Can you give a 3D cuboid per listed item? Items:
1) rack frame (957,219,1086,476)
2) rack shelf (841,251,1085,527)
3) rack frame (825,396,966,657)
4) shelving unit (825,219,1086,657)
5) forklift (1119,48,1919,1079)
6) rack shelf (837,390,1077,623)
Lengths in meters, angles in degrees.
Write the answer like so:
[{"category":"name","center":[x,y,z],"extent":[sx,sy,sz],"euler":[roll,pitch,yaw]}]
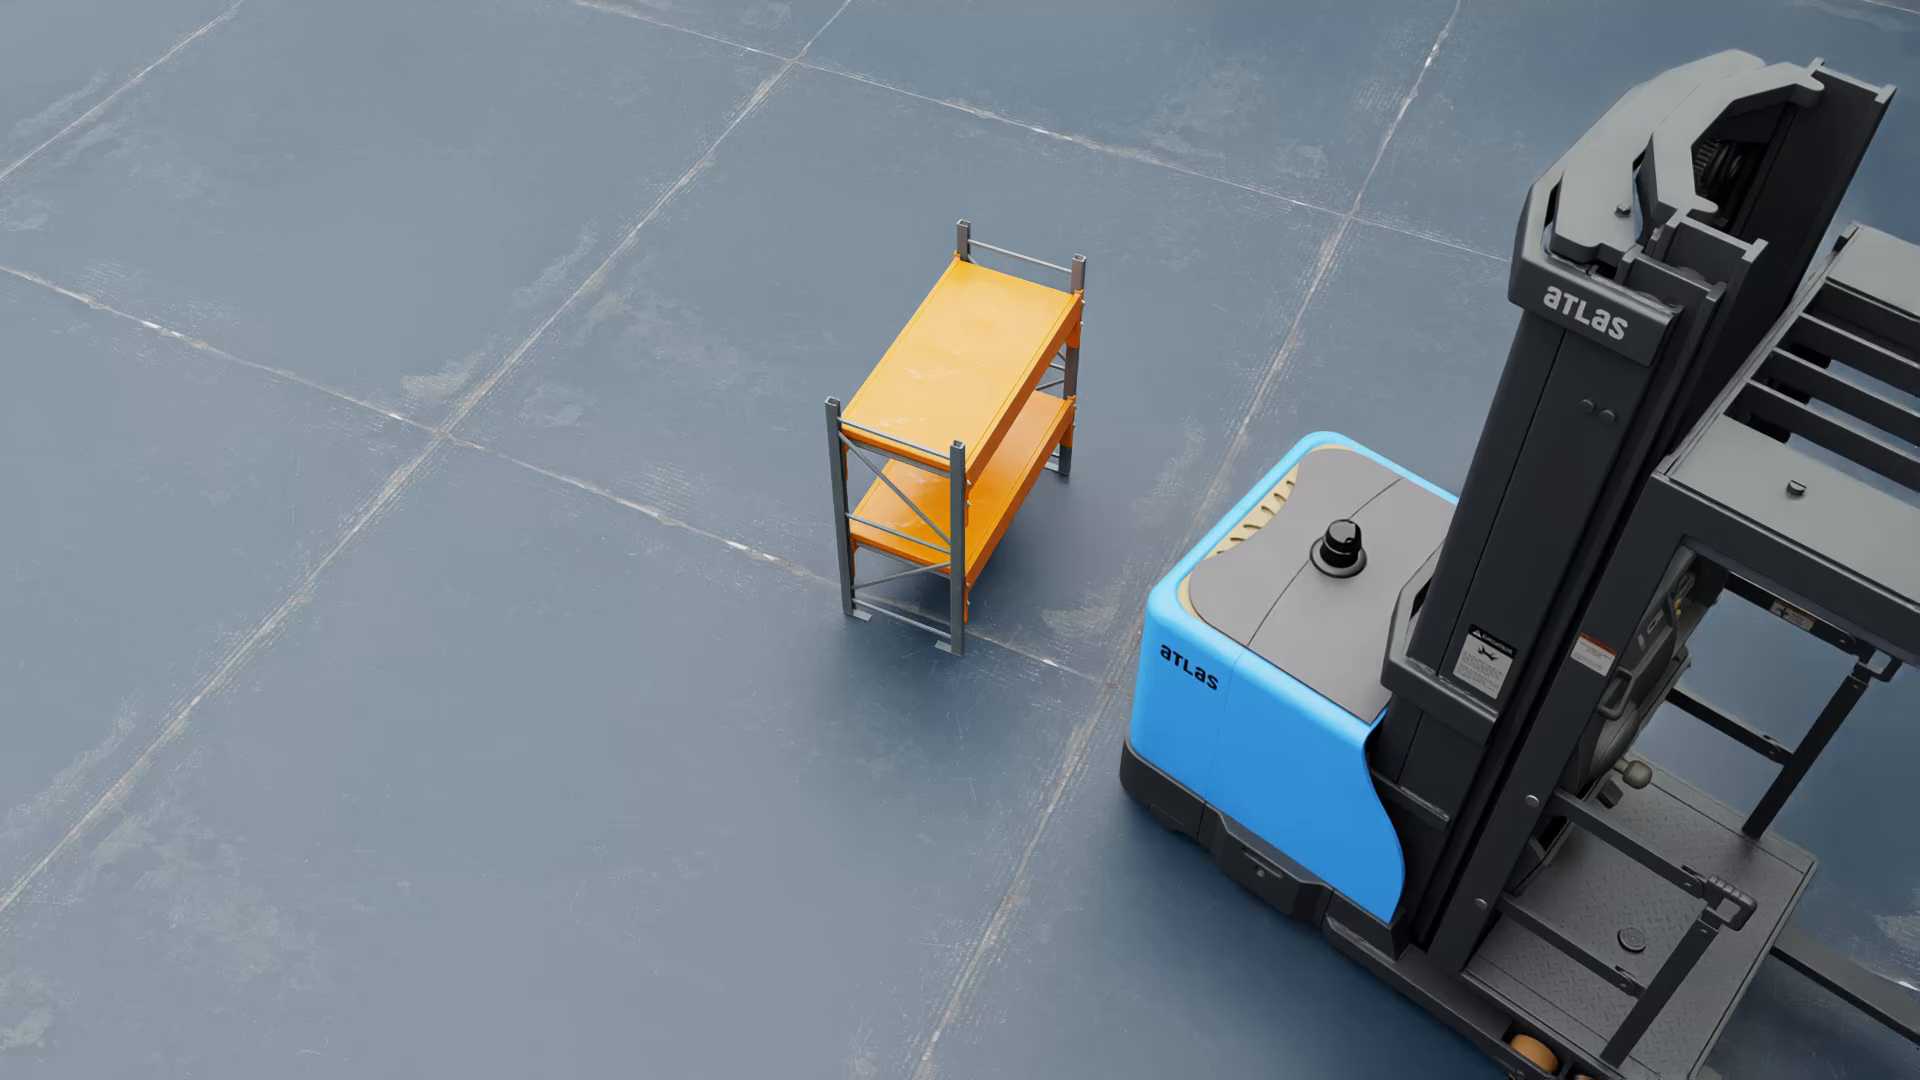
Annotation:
[{"category":"rack frame","center":[0.220,-0.719,6.439],"extent":[0.500,1.125,0.032],"euler":[20,52,16]},{"category":"rack shelf","center":[0.003,-0.559,5.918],"extent":[0.538,0.278,1.000],"euler":[20,52,16]},{"category":"rack frame","center":[-0.214,-0.019,5.843],"extent":[0.500,1.125,0.032],"euler":[20,52,16]},{"category":"shelving unit","center":[0.003,-0.369,6.141],"extent":[0.538,1.125,1.048],"euler":[20,52,16]},{"category":"forklift","center":[2.003,0.368,4.327],"extent":[3.031,2.935,1.130],"euler":[33,57,25]},{"category":"rack shelf","center":[0.003,-0.211,6.327],"extent":[0.538,0.278,1.000],"euler":[20,52,16]}]
